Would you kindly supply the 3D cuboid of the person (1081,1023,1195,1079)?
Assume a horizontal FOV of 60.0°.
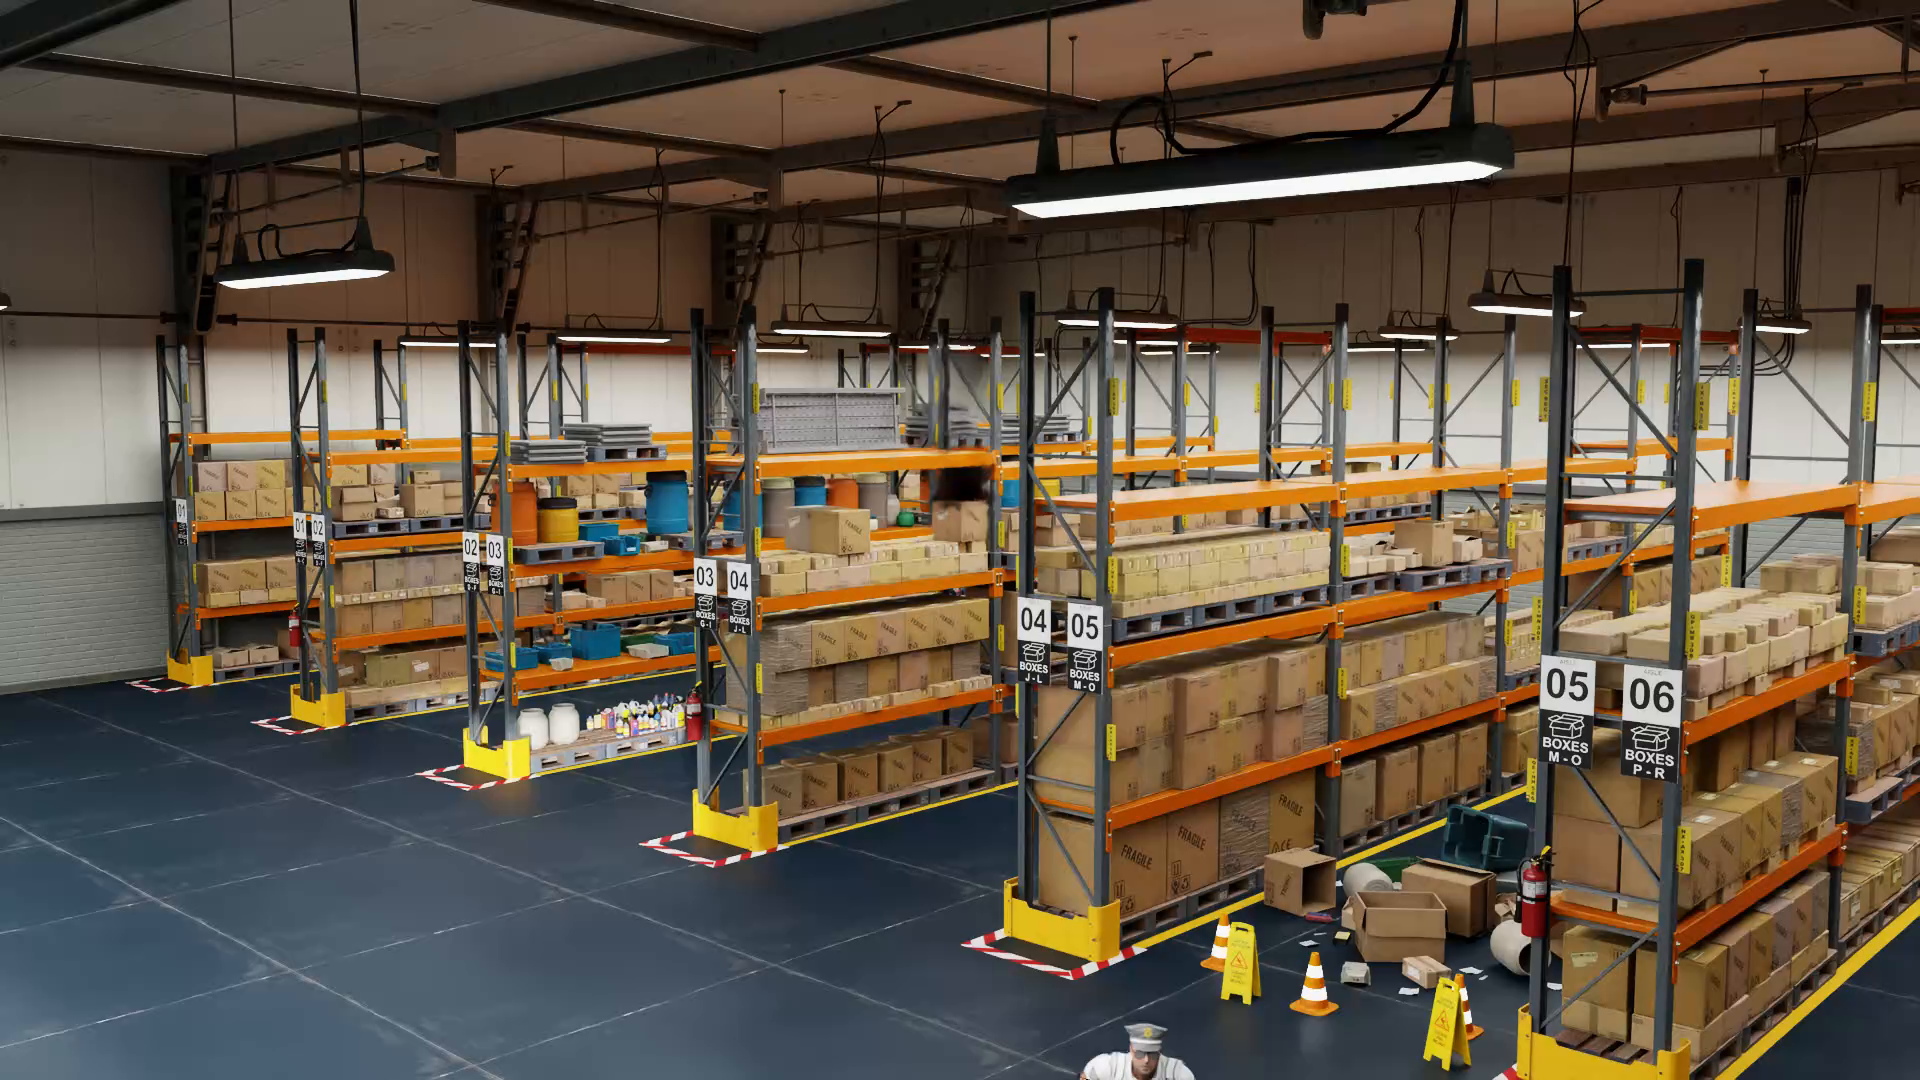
[{"bbox_3d":[1.012,3.461,9.330,0.652,1.701,0.748,0,5,1],"label":"person"}]
